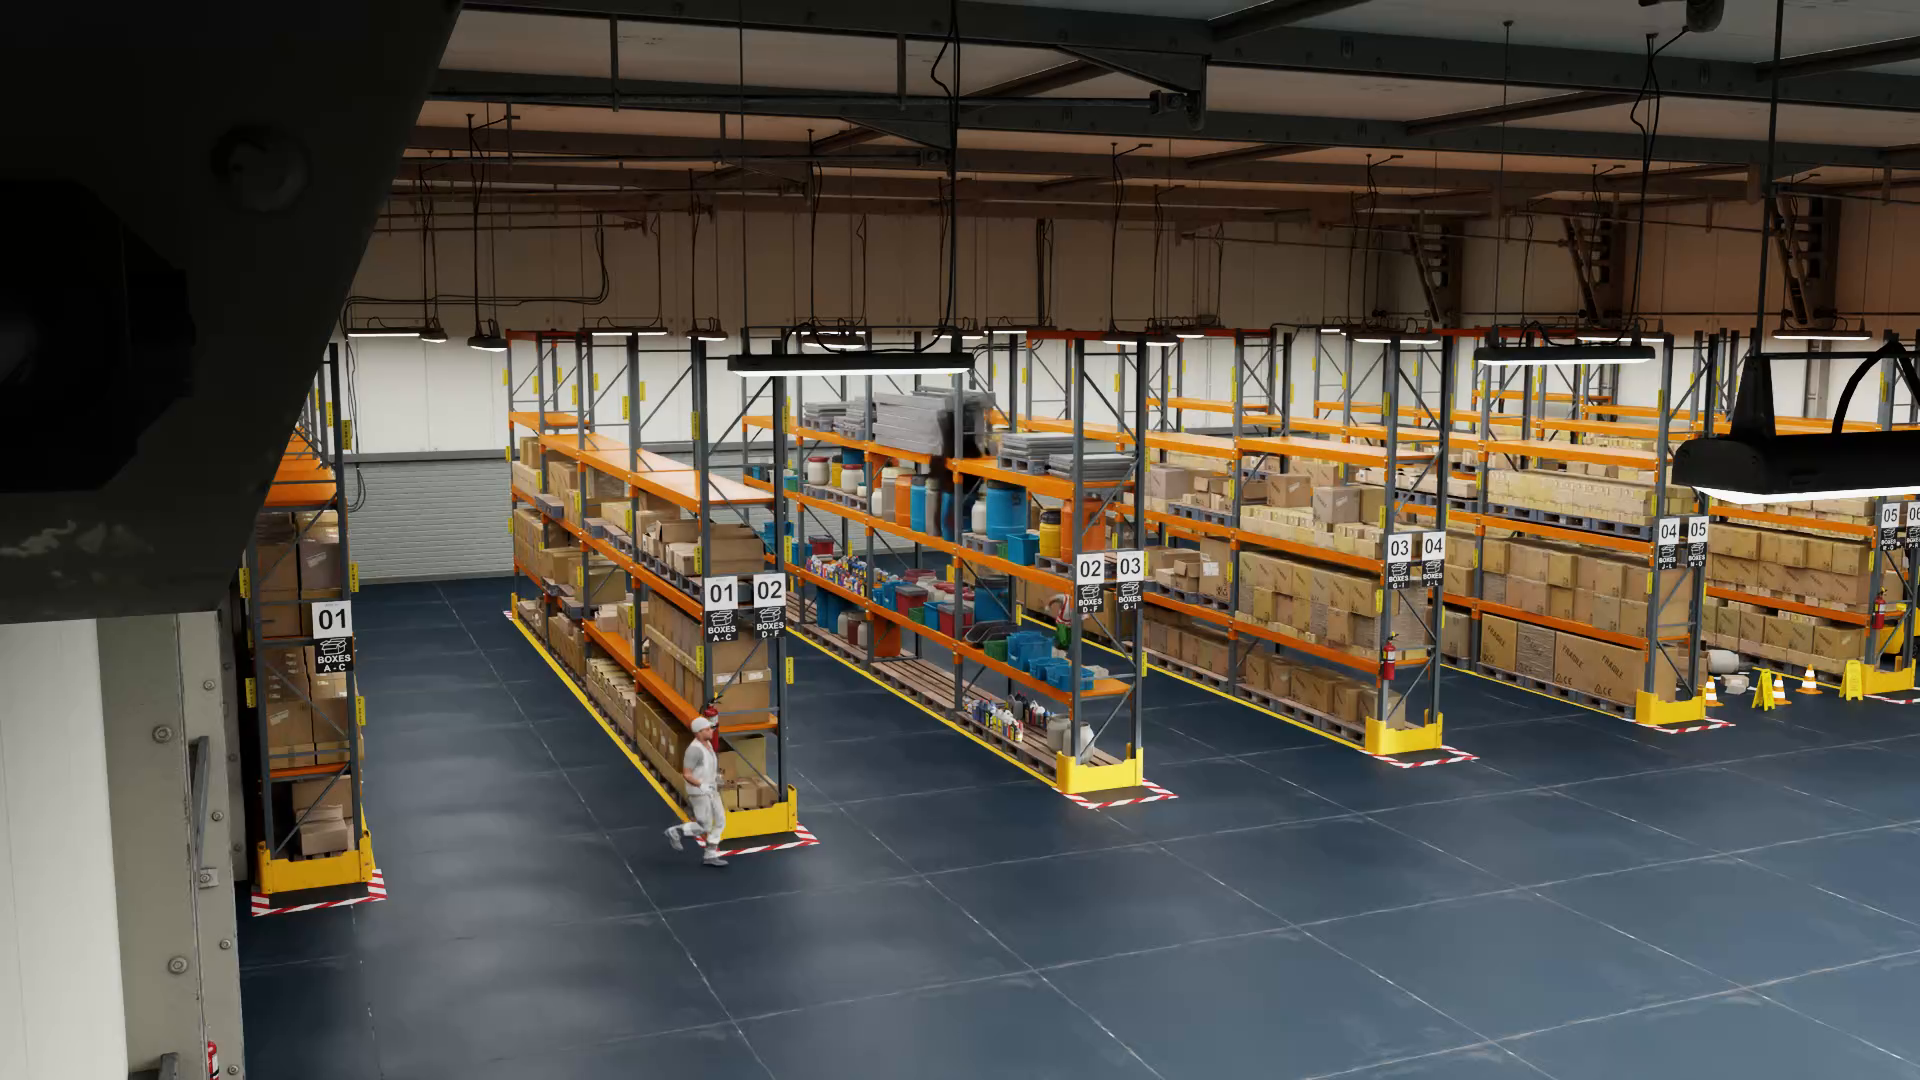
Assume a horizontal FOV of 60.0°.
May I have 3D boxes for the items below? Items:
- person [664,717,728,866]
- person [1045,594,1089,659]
[{"bbox_3d":[-3.033,2.886,19.143,0.749,1.742,0.665,2,8,14],"label":"person"},{"bbox_3d":[1.917,1.524,29.518,0.674,1.545,1.105,-2,8,-11],"label":"person"}]
